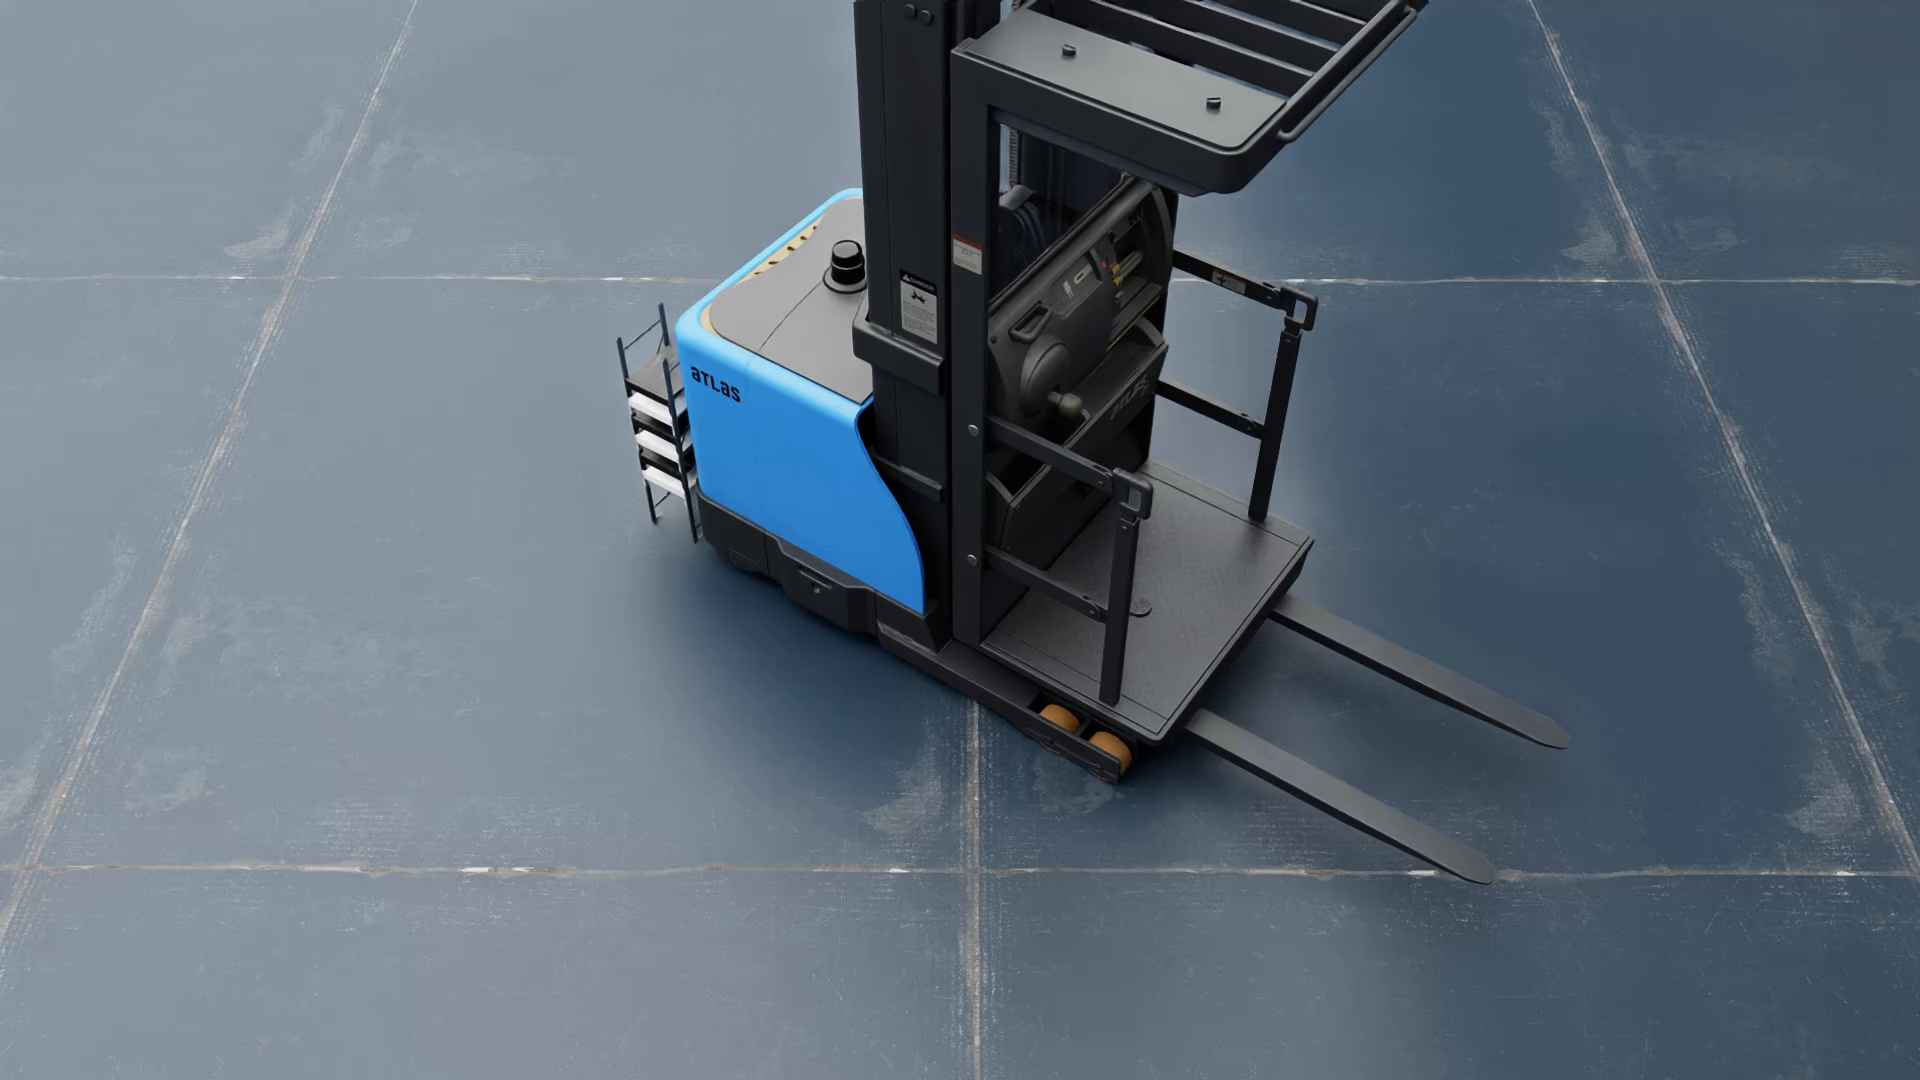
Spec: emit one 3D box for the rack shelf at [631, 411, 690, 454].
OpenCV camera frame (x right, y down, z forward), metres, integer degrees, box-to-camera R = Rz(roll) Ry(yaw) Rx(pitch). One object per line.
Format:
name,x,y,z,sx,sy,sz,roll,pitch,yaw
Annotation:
rack shelf,-1.017,-0.446,5.973,0.200,0.077,0.258,26,52,22

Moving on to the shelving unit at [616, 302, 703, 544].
shelving unit,-1.017,-0.407,6.014,0.210,0.900,0.258,26,52,22

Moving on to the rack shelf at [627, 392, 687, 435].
rack shelf,-1.017,-0.507,5.907,0.200,0.077,0.258,26,52,22

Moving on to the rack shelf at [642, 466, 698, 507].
rack shelf,-1.017,-0.262,6.170,0.200,0.077,0.258,26,52,22

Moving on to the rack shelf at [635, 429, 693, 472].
rack shelf,-1.017,-0.384,6.038,0.200,0.077,0.258,26,52,22

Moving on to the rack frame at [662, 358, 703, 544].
rack frame,-0.932,-0.366,5.976,0.006,0.900,0.240,26,52,22

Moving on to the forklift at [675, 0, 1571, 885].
forklift,0.541,-0.650,4.853,3.031,2.935,1.130,27,53,23

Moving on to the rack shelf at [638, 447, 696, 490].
rack shelf,-1.017,-0.323,6.104,0.200,0.077,0.258,26,52,22

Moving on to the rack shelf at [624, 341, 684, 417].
rack shelf,-1.017,-0.569,5.841,0.200,0.077,0.258,26,52,22

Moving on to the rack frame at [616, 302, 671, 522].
rack frame,-1.102,-0.448,6.052,0.006,0.900,0.240,26,52,22
